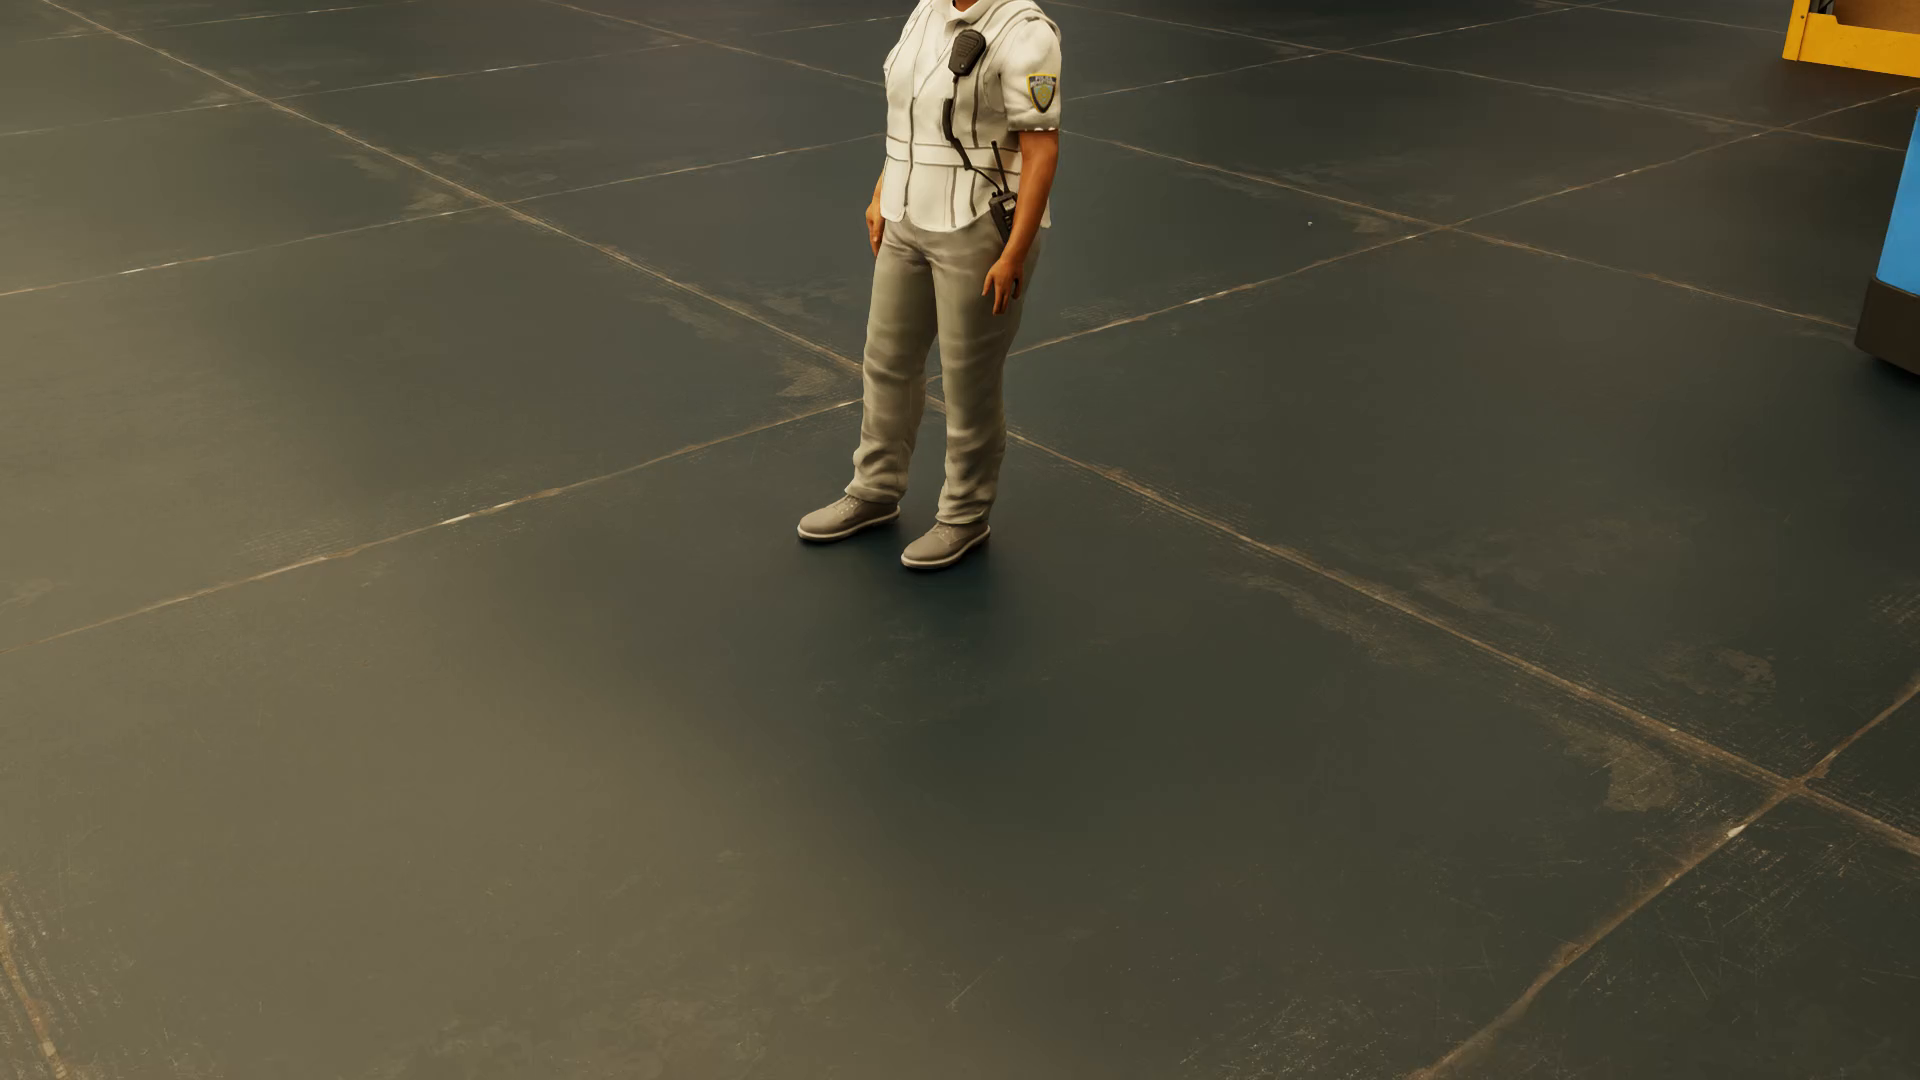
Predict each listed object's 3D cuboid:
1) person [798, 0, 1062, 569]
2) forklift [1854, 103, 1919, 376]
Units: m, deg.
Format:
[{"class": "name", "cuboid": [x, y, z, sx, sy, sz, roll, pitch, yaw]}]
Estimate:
[{"class": "person", "cuboid": [-0.073, -0.740, 4.099, 0.529, 1.670, 0.598, -20, 33, -35]}, {"class": "forklift", "cuboid": [4.627, -1.887, 5.006, 3.031, 2.935, 1.130, -7, 27, -14]}]
